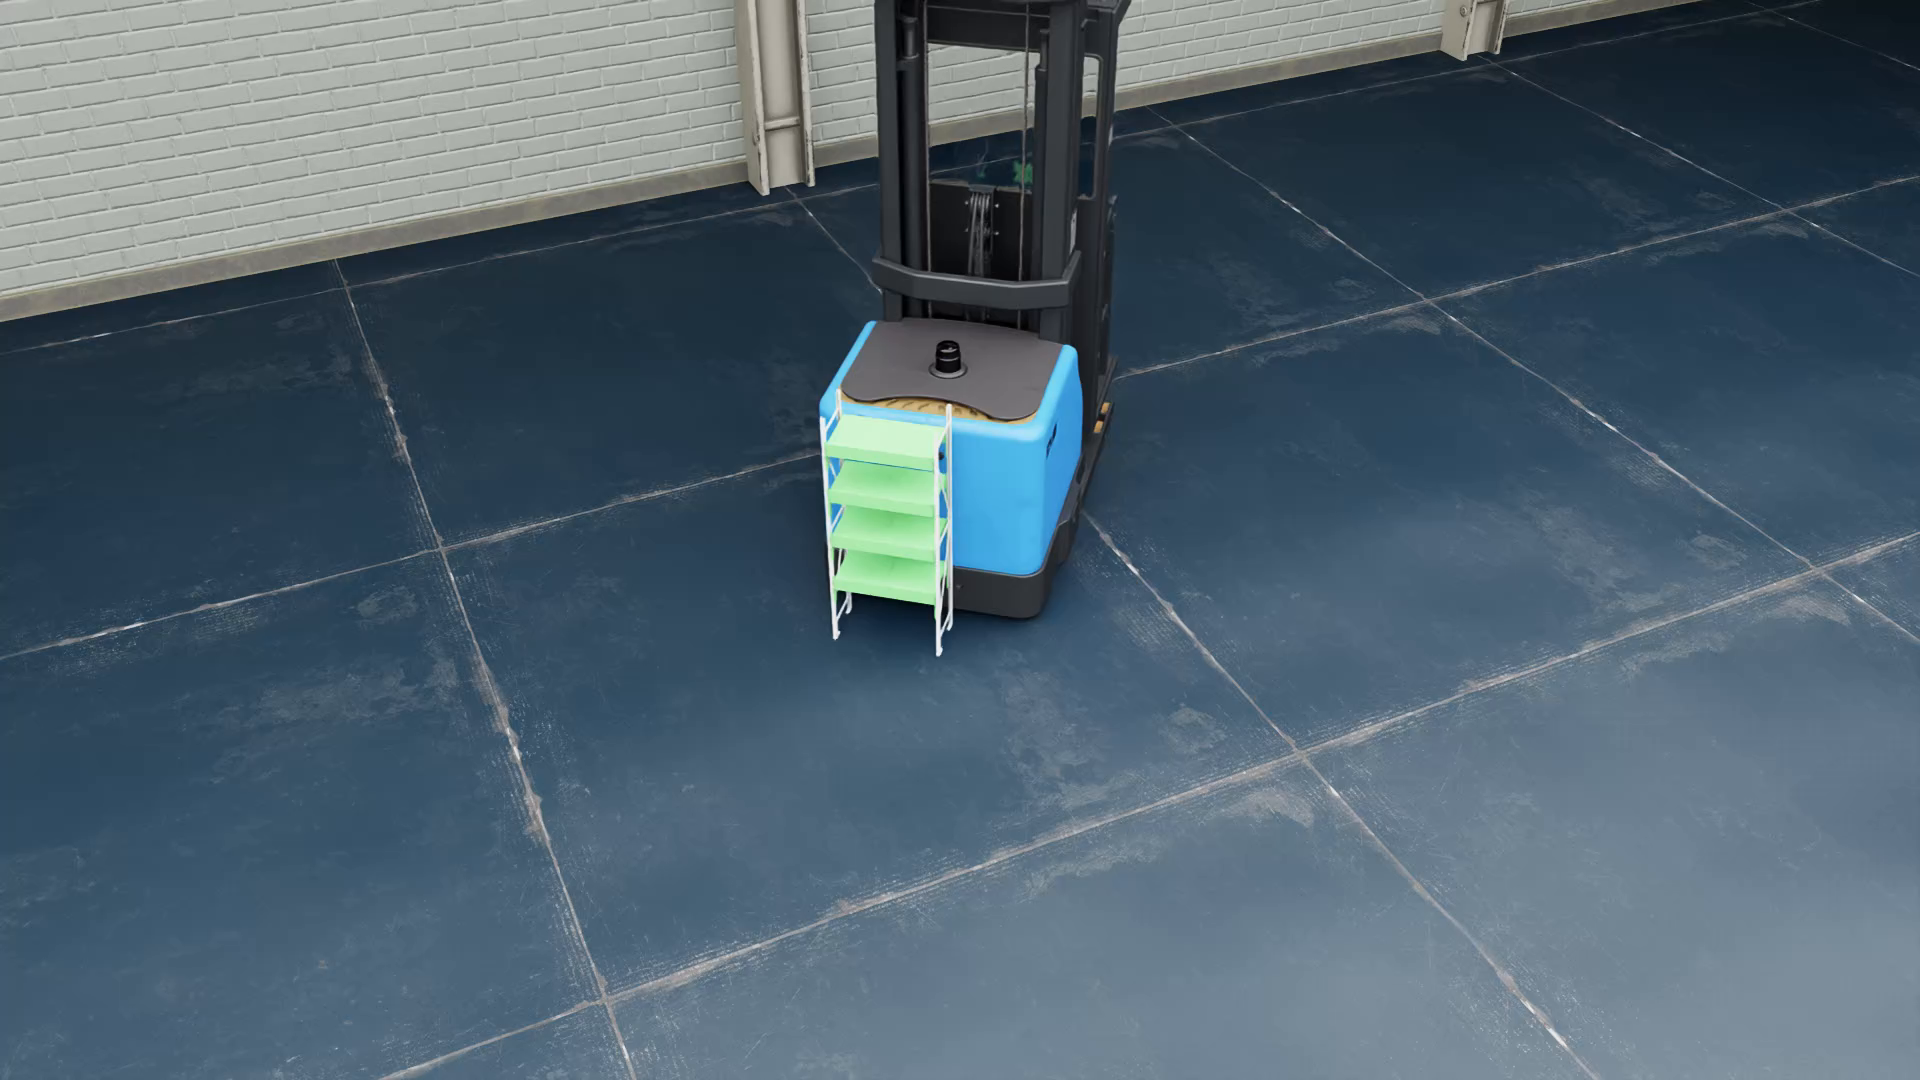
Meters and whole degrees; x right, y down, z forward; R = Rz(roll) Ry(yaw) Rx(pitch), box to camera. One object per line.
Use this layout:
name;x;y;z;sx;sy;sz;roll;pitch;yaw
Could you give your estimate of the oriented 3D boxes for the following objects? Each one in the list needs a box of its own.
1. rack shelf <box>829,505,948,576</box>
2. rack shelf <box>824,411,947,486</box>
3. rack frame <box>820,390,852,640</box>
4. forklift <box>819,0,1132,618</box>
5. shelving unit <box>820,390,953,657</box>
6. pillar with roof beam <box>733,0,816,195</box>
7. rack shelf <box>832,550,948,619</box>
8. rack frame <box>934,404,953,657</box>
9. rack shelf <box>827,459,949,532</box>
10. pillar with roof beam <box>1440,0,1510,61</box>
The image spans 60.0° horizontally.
rack shelf;-0.308;-0.006;7.356;0.480;0.148;0.258;8;38;11
rack shelf;-0.309;-0.389;7.068;0.480;0.148;0.258;8;38;11
rack frame;-0.545;-0.092;7.365;0.015;1.200;0.240;8;38;11
forklift;0.217;-1.696;8.076;1.130;2.935;3.031;8;37;11
shelving unit;-0.308;-0.057;7.318;0.503;1.200;0.258;8;38;11
pillar with roof beam;0.580;-3.796;5.815;0.400;9.000;9.100;-16;39;-20
rack shelf;-0.308;0.186;7.501;0.480;0.148;0.258;8;38;11
rack frame;-0.072;-0.022;7.271;0.015;1.200;0.240;8;38;11
rack shelf;-0.309;-0.198;7.212;0.480;0.148;0.258;8;38;11
pillar with roof beam;6.012;-5.315;7.862;0.400;9.000;9.100;-16;39;-20
